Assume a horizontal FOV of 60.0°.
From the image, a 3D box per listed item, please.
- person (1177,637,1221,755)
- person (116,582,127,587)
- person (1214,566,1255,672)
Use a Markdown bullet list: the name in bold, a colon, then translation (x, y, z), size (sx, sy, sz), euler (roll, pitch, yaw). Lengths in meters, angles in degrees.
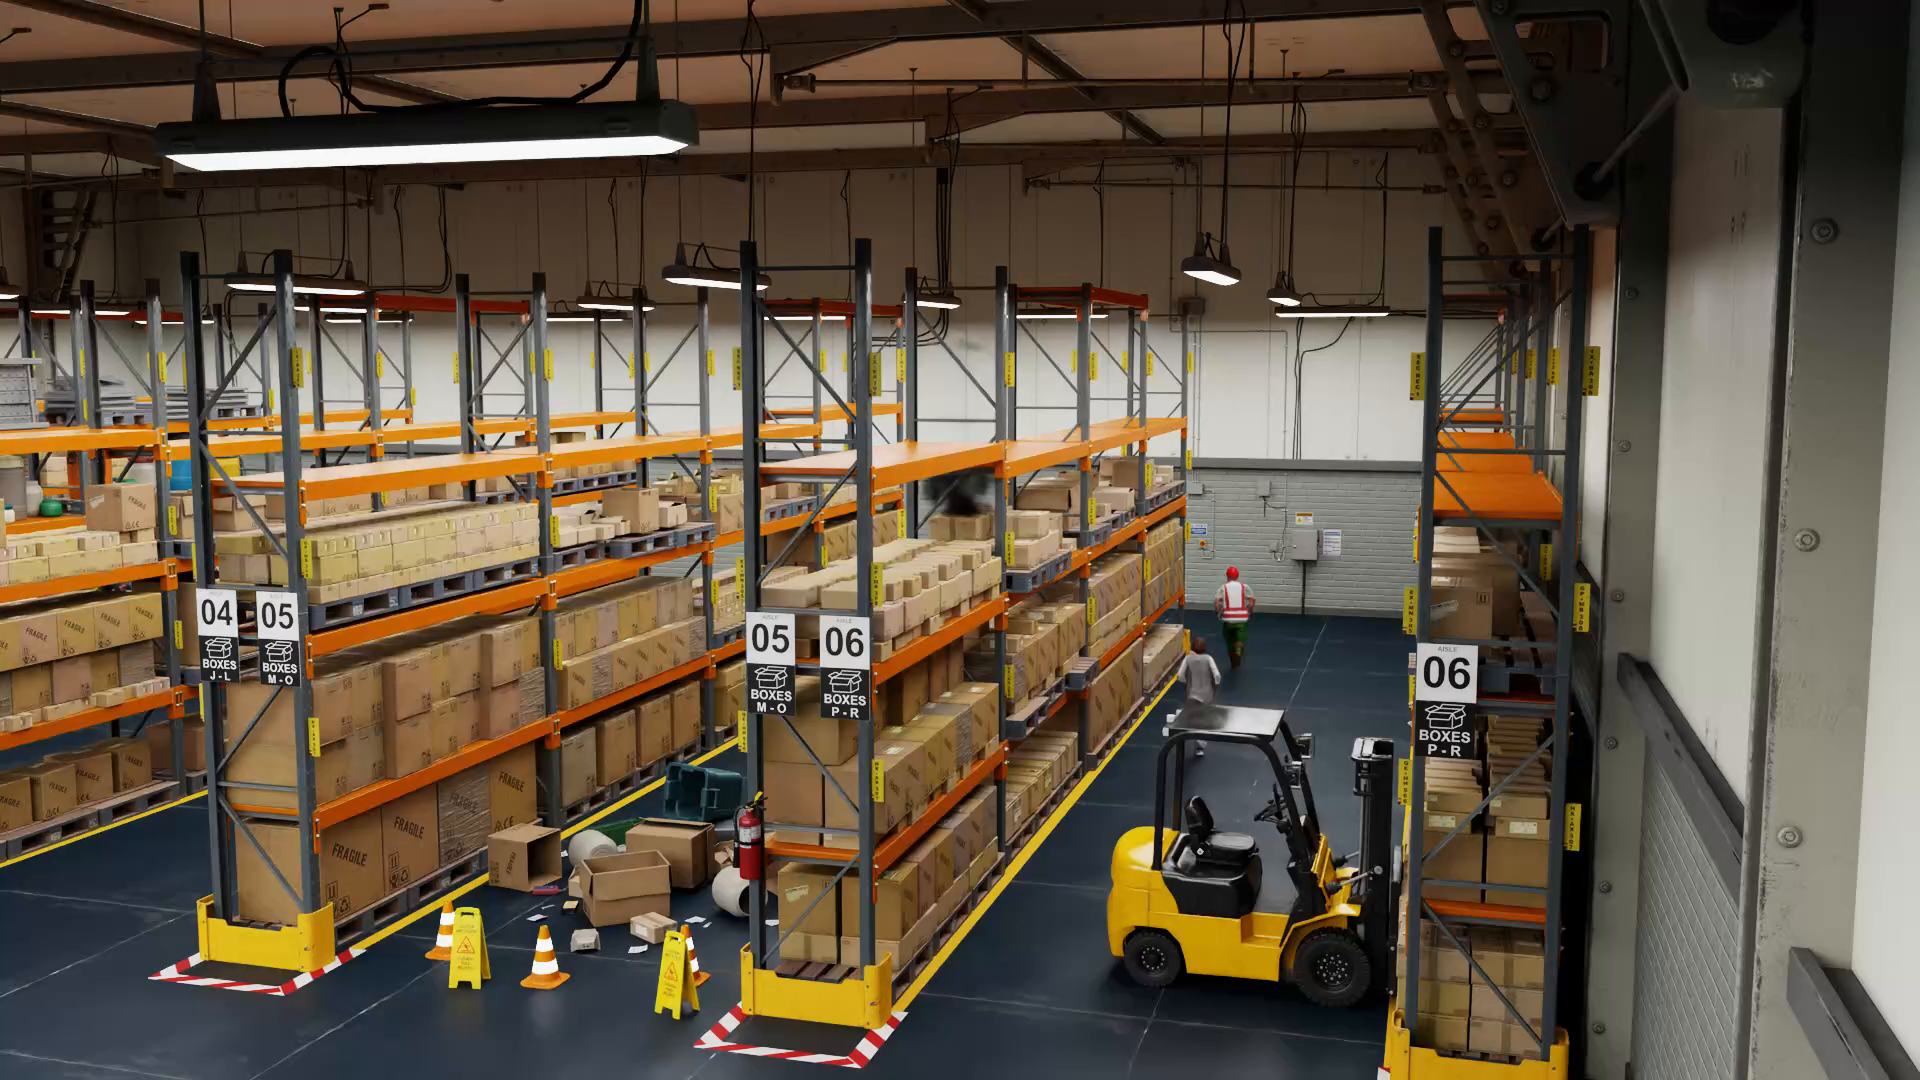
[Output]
- **person**: translation (3.073, 2.022, 21.348), size (0.577, 1.560, 0.545), euler (2, 7, 21)
- **person**: translation (-14.738, 1.049, 29.668), size (0.597, 1.670, 0.900), euler (1, 7, 13)
- **person**: translation (4.409, 1.326, 26.724), size (0.659, 1.766, 0.986), euler (1, 6, 6)
